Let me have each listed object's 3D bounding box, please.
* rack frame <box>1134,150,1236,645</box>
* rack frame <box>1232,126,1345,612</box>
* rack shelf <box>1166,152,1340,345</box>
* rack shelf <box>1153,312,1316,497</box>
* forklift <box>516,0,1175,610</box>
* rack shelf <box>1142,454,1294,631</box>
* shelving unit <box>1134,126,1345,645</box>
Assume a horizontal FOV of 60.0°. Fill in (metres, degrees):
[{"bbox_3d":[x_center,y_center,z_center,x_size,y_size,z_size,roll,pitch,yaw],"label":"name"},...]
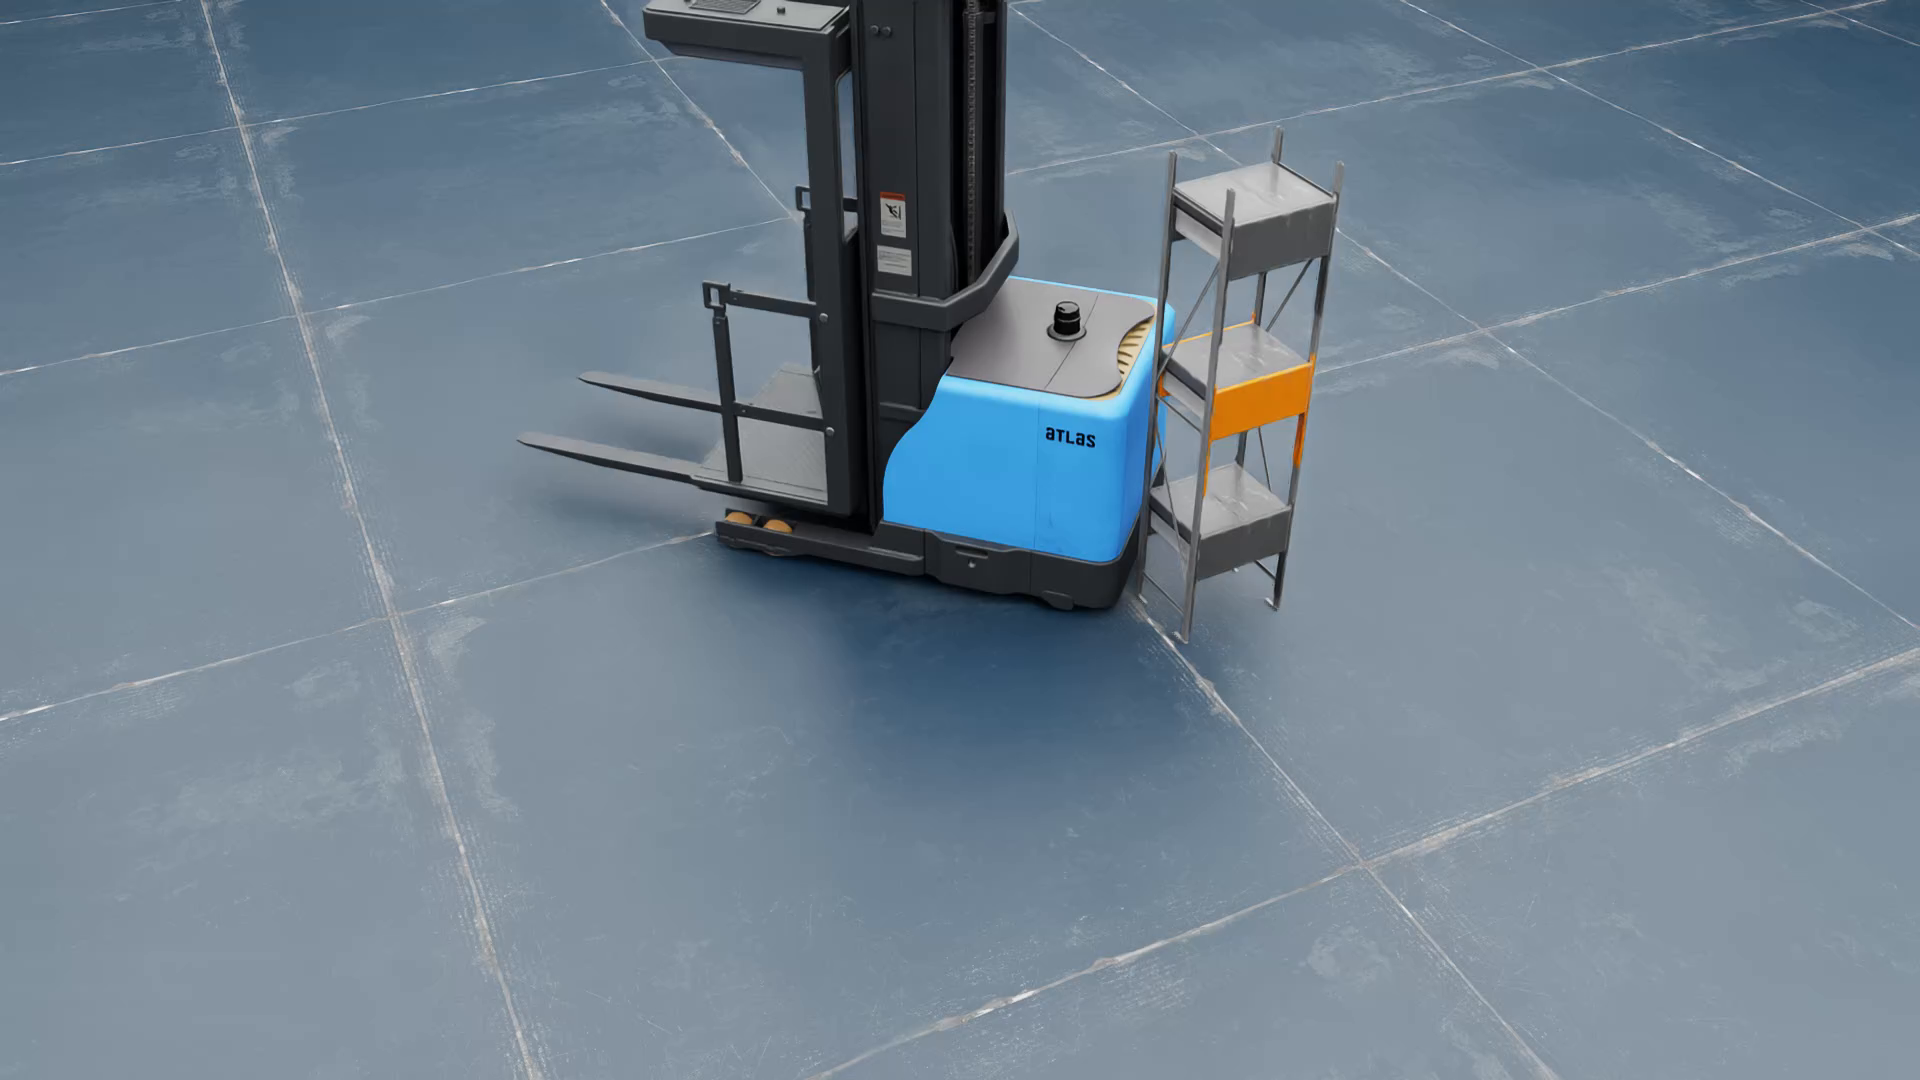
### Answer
[{"bbox_3d":[0.878,-0.497,6.658,0.015,2.100,0.400,-18,40,-22],"label":"rack frame"},{"bbox_3d":[1.309,-0.634,6.843,0.015,2.100,0.400,-18,40,-22],"label":"rack frame"},{"bbox_3d":[1.094,-1.117,6.342,0.480,0.518,0.431,-18,40,-22],"label":"rack shelf"},{"bbox_3d":[1.094,-0.555,6.759,0.480,0.518,0.431,-18,40,-22],"label":"rack shelf"},{"bbox_3d":[-0.605,-1.387,7.160,3.031,2.935,1.130,11,38,15],"label":"forklift"},{"bbox_3d":[1.094,0.007,7.176,0.480,0.518,0.431,-18,40,-22],"label":"rack shelf"},{"bbox_3d":[1.094,-0.566,6.750,0.503,2.100,0.431,-18,40,-22],"label":"shelving unit"}]
